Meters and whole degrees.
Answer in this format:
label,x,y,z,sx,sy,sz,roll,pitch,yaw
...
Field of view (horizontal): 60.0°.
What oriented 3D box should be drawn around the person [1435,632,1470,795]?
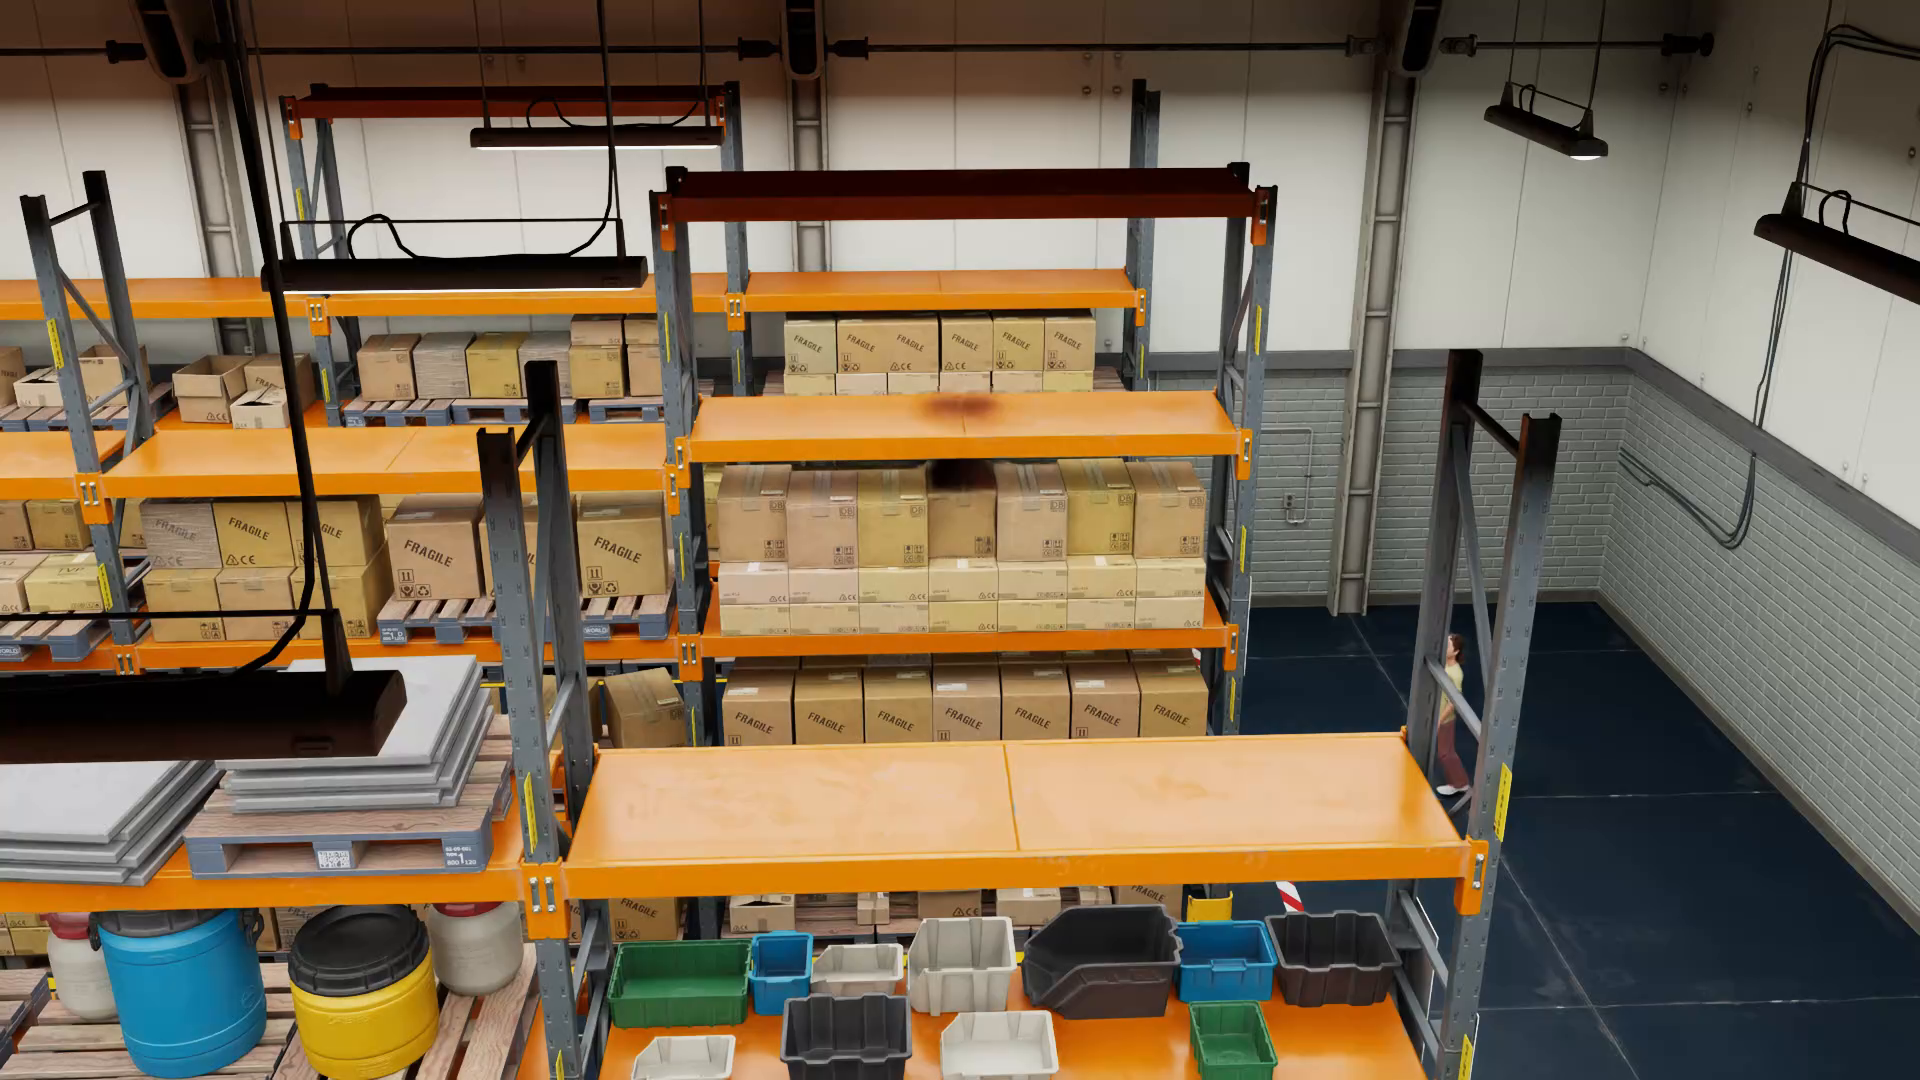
label,x,y,z,sx,sy,sz,roll,pitch,yaw
person,4.226,1.589,15.019,0.958,1.605,0.510,-4,23,-11
